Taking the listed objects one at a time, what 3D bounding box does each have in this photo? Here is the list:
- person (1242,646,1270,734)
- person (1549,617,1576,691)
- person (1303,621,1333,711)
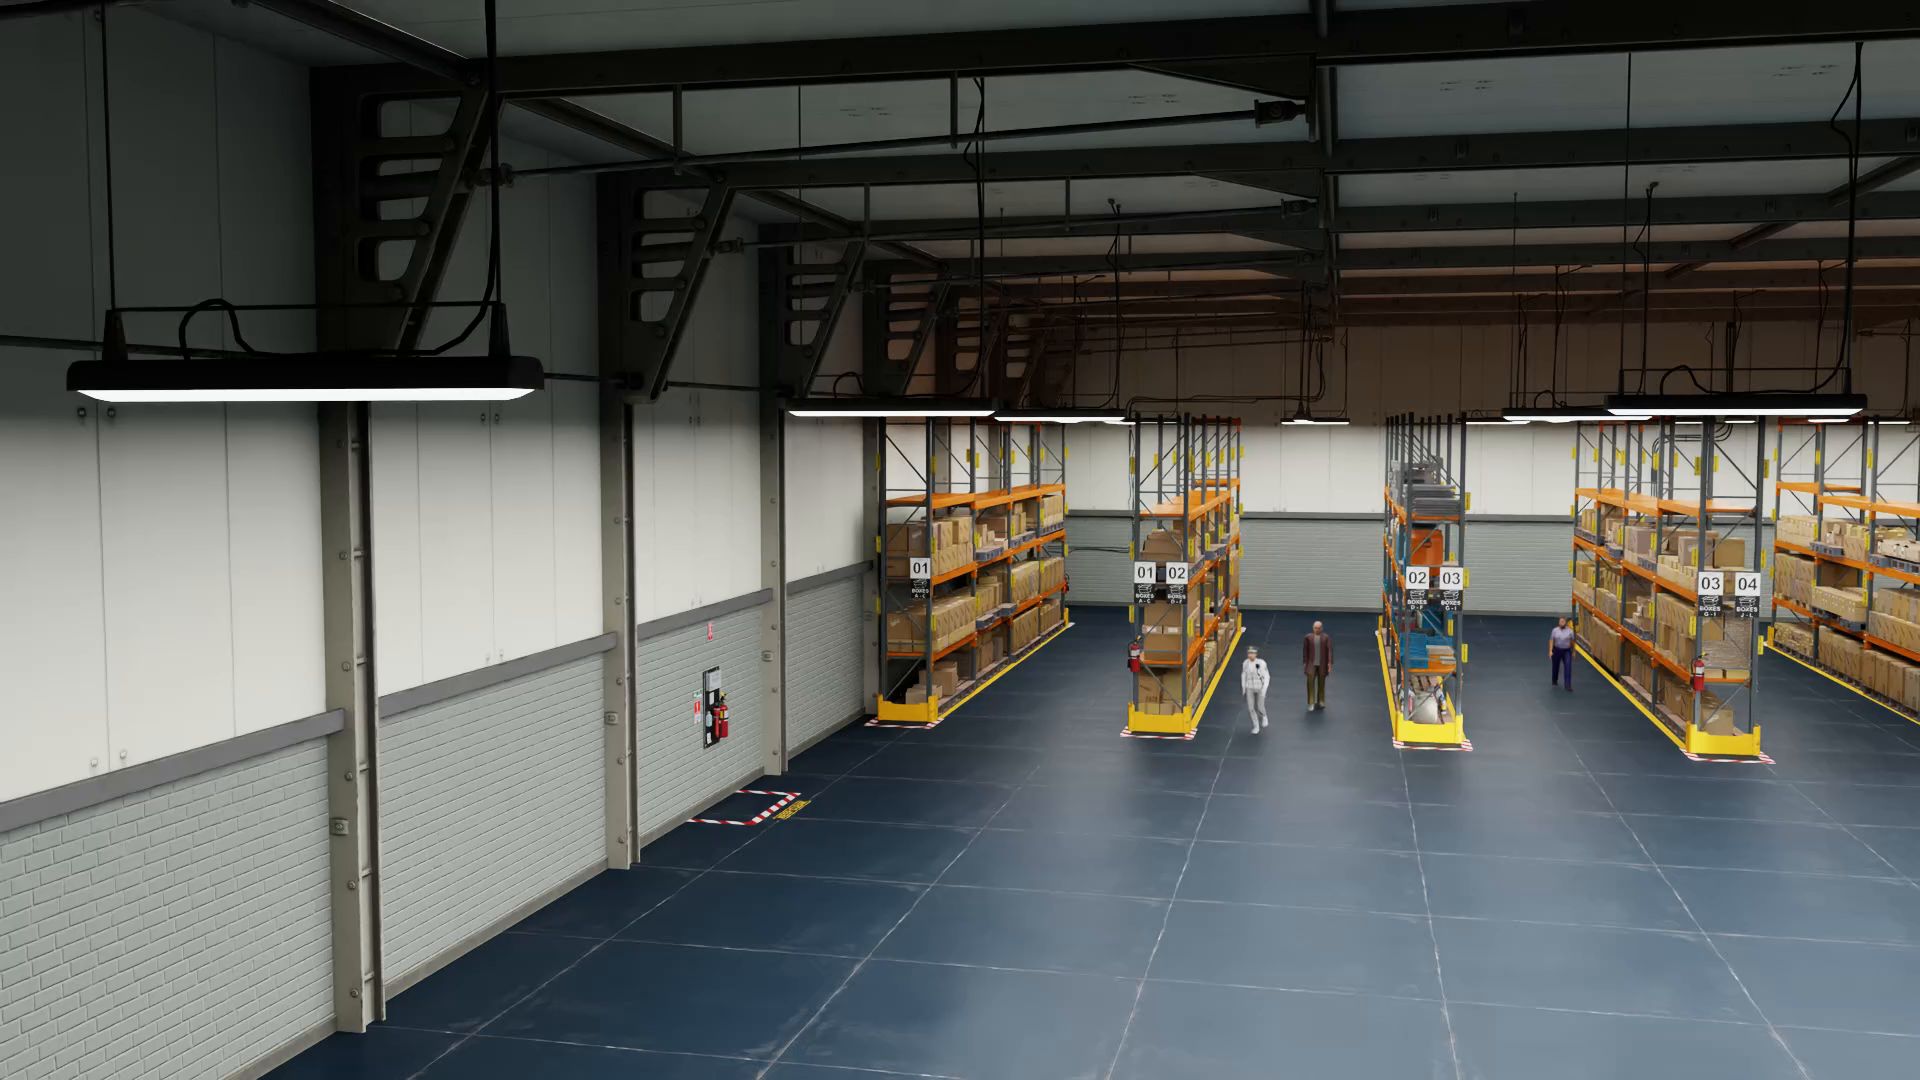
[{"bbox_3d":[5.586,2.788,31.323,0.548,1.648,0.625,2,4,27],"label":"person"},{"bbox_3d":[13.153,2.461,36.304,0.589,1.584,1.053,1,4,11],"label":"person"},{"bbox_3d":[7.285,2.660,33.846,0.621,1.638,0.627,1,4,16],"label":"person"}]
